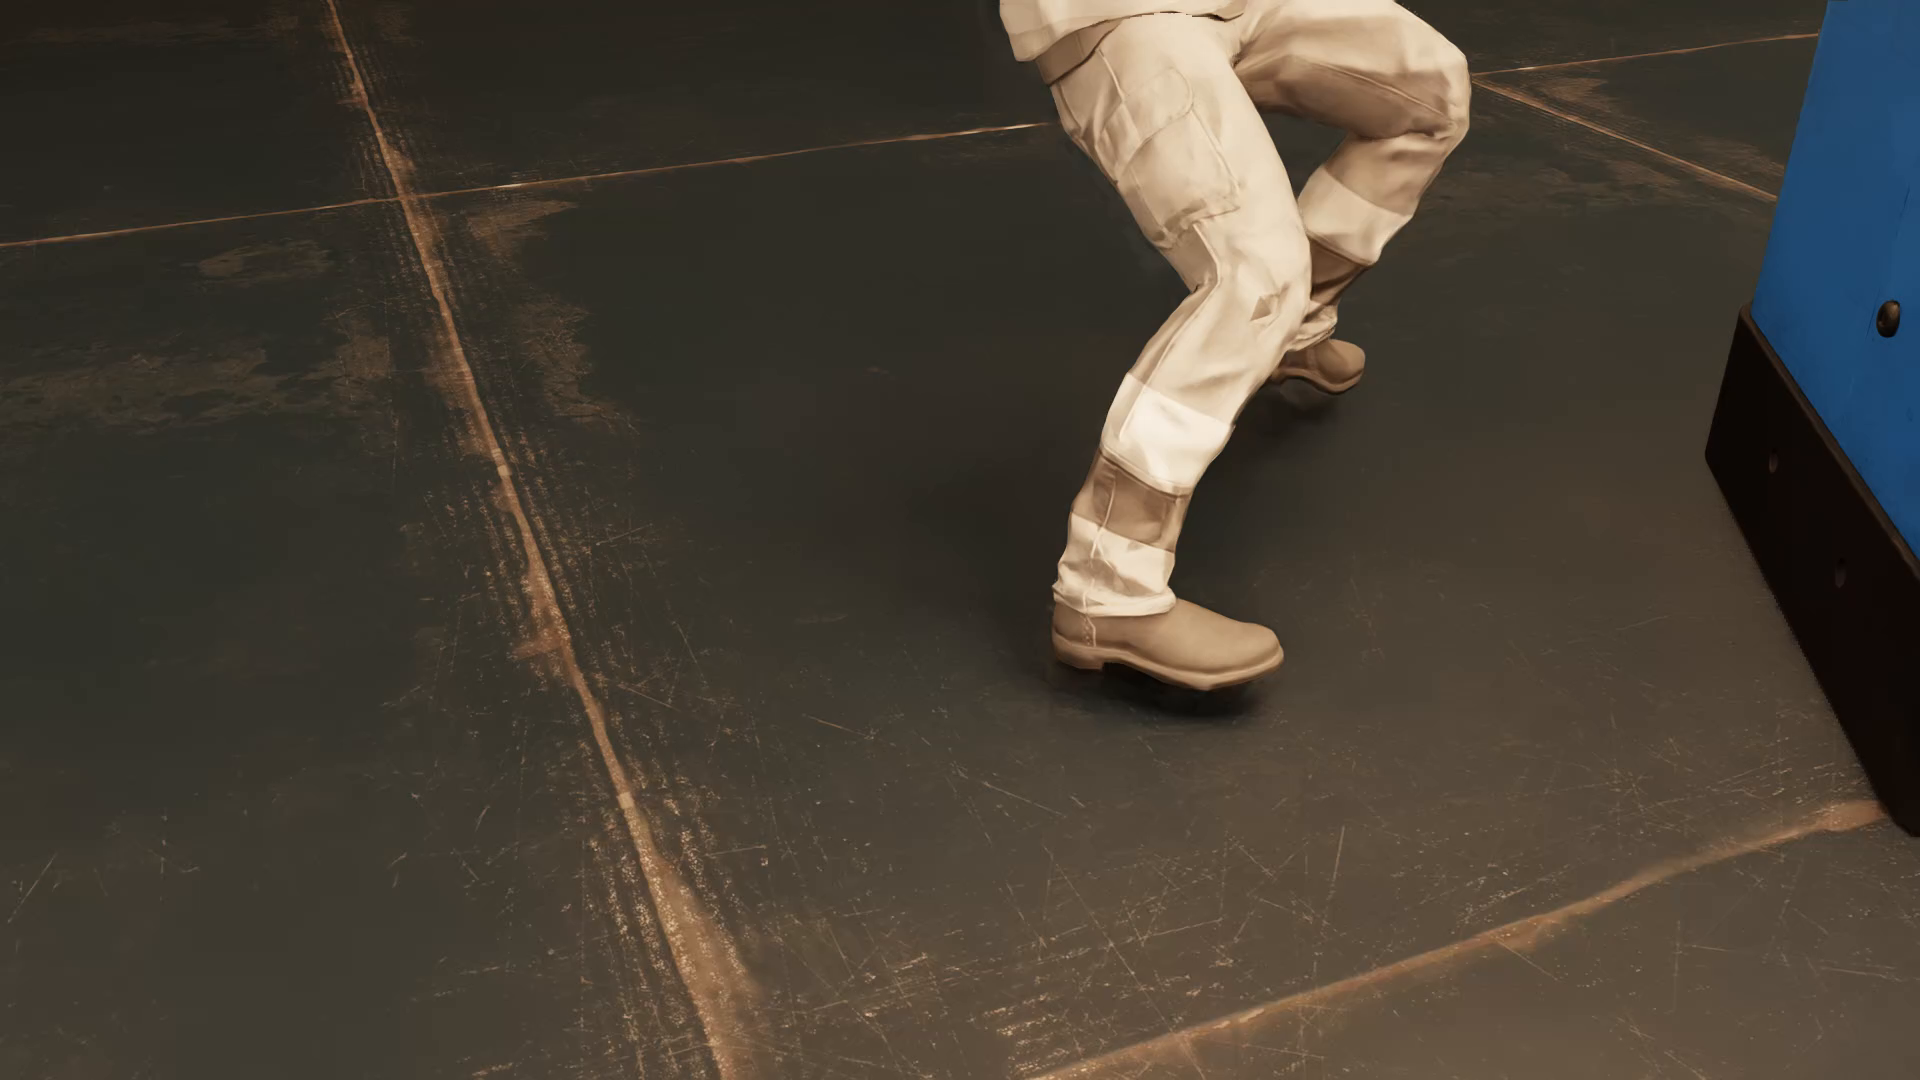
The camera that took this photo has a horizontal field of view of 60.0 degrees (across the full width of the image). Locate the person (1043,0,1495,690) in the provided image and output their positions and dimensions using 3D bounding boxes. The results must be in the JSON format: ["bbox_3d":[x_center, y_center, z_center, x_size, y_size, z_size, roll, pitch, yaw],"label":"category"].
[{"bbox_3d":[0.473,-0.769,2.227,0.687,1.532,1.236,24,37,35],"label":"person"}]

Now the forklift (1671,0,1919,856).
[{"bbox_3d":[2.535,-1.016,1.322,3.031,2.935,1.130,4,30,8],"label":"forklift"}]
